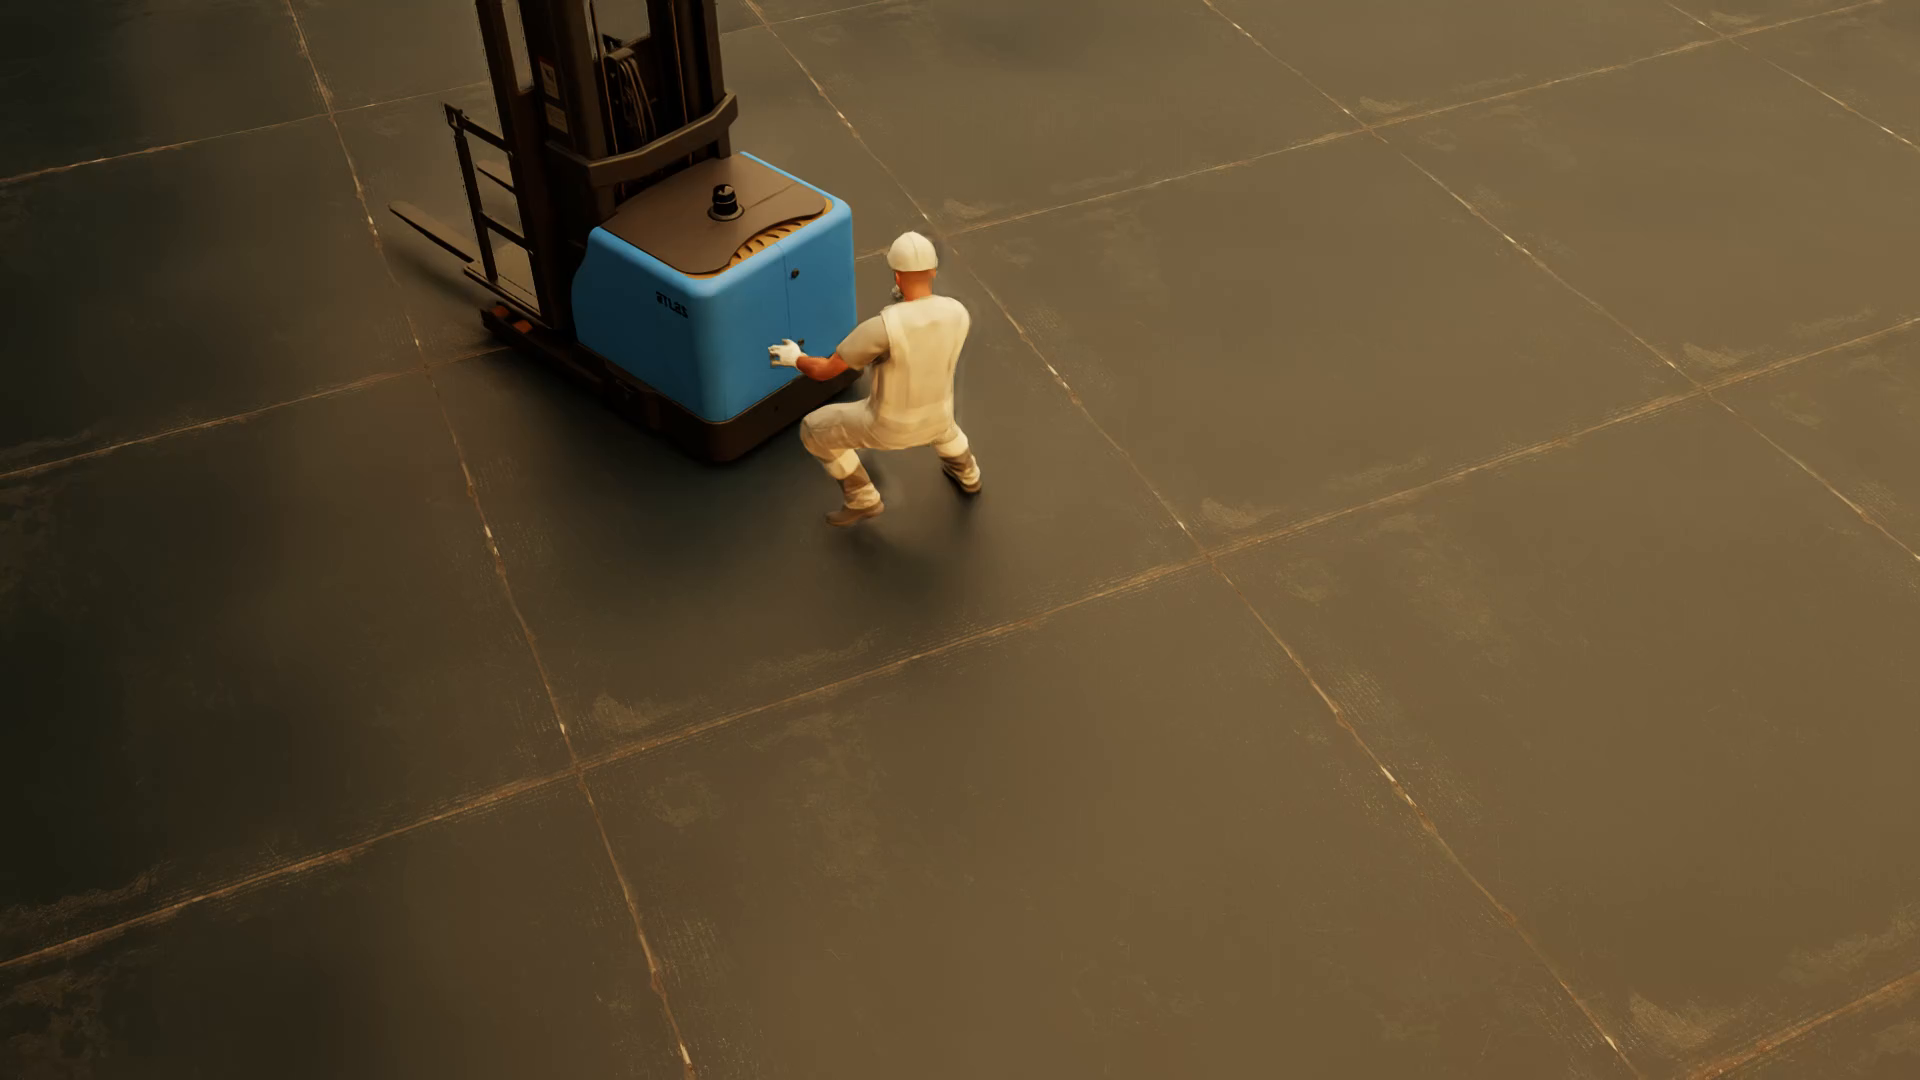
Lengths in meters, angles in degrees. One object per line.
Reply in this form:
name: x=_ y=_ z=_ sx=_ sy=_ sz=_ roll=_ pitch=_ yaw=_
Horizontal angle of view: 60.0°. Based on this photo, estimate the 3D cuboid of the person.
person: x=-0.331 y=-0.711 z=7.445 sx=0.978 sy=1.569 sz=0.787 roll=-22 pitch=47 yaw=-22

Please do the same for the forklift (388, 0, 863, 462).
forklift: x=-1.943 y=-2.324 z=8.170 sx=3.031 sy=2.935 sz=1.130 roll=31 pitch=51 yaw=29
